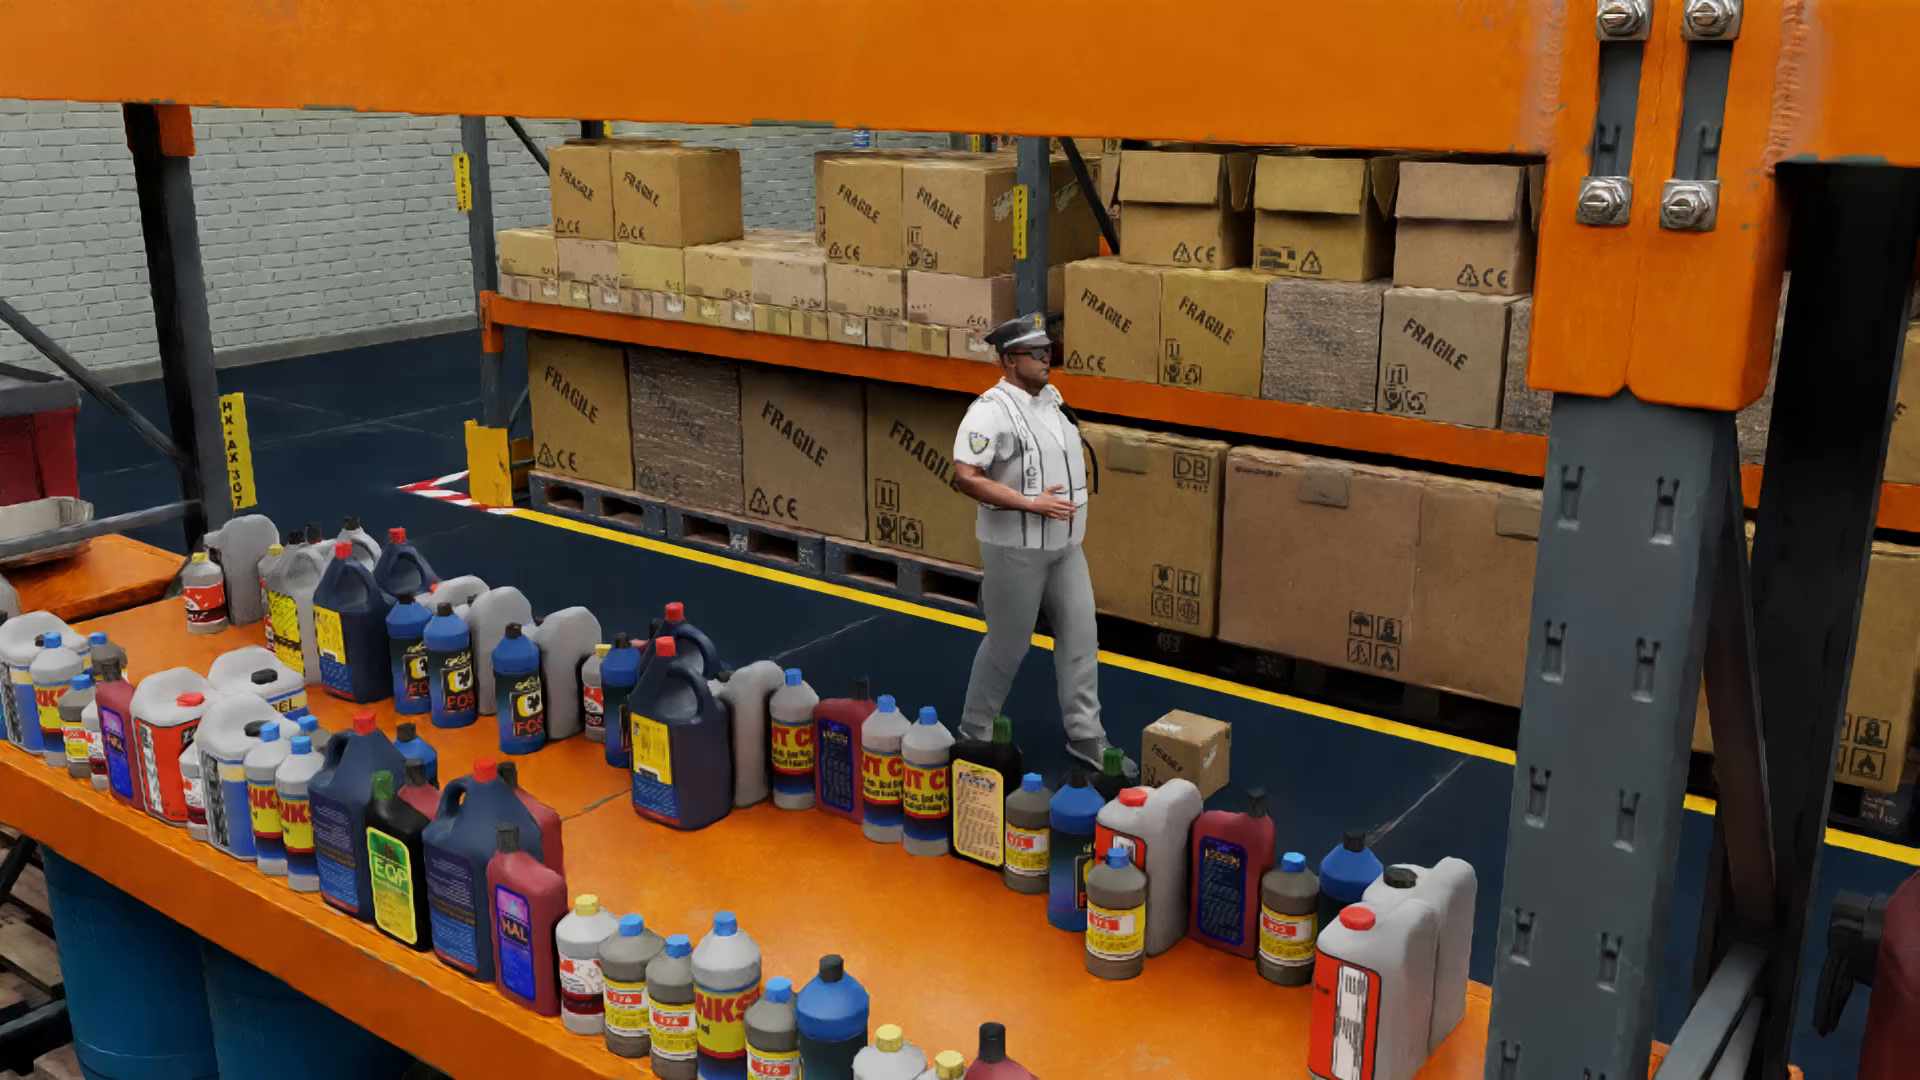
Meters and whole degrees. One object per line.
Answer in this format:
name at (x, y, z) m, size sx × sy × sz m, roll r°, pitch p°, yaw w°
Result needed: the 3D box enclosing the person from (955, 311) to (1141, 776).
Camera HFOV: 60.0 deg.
person at (0.370, 0.016, 6.388) m, size 0.779 × 1.767 × 0.709 m, roll 14°, pitch 21°, yaw 39°
